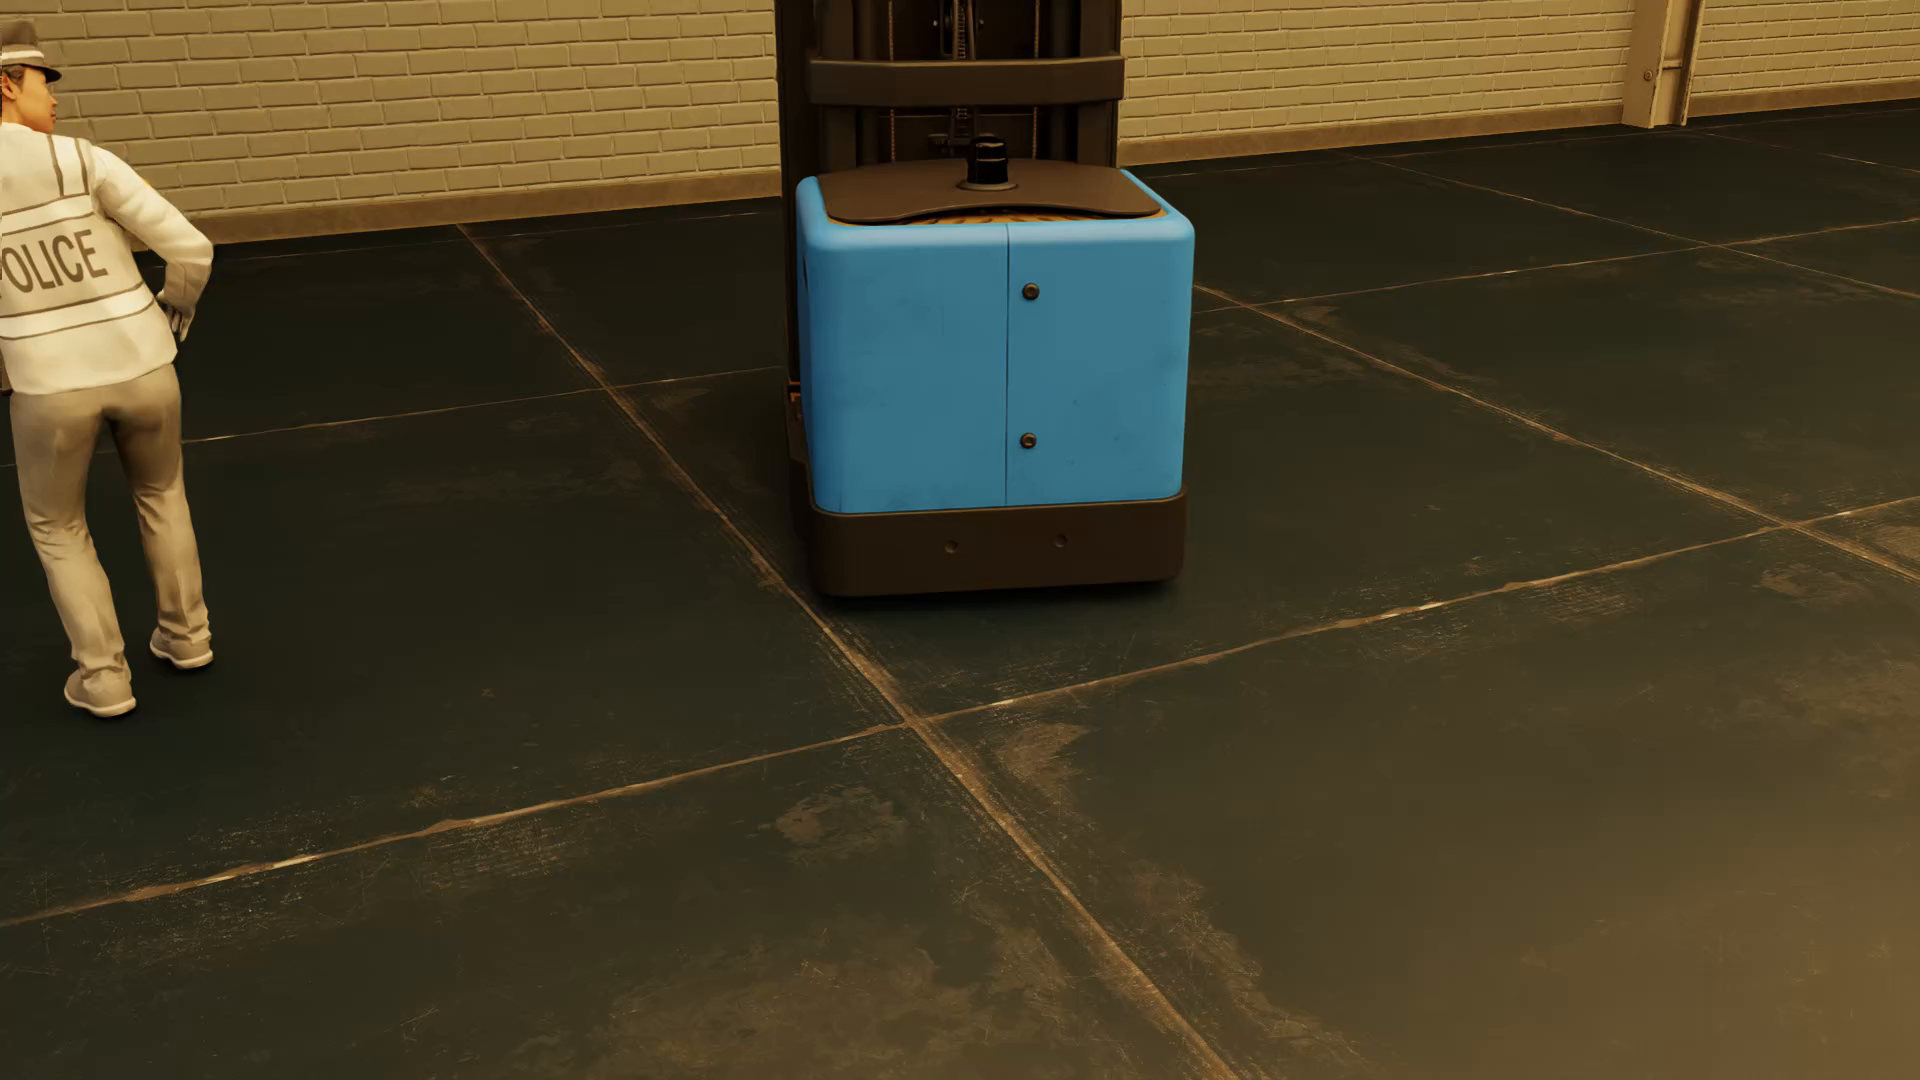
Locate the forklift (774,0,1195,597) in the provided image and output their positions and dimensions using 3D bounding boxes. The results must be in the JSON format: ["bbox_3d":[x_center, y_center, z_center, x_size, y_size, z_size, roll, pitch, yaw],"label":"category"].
[{"bbox_3d":[-0.068,-1.727,5.444,1.130,2.935,3.031,-3,23,-7],"label":"forklift"}]

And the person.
[{"bbox_3d":[-2.107,-0.379,3.927,0.712,1.632,0.482,-12,25,-27],"label":"person"}]
